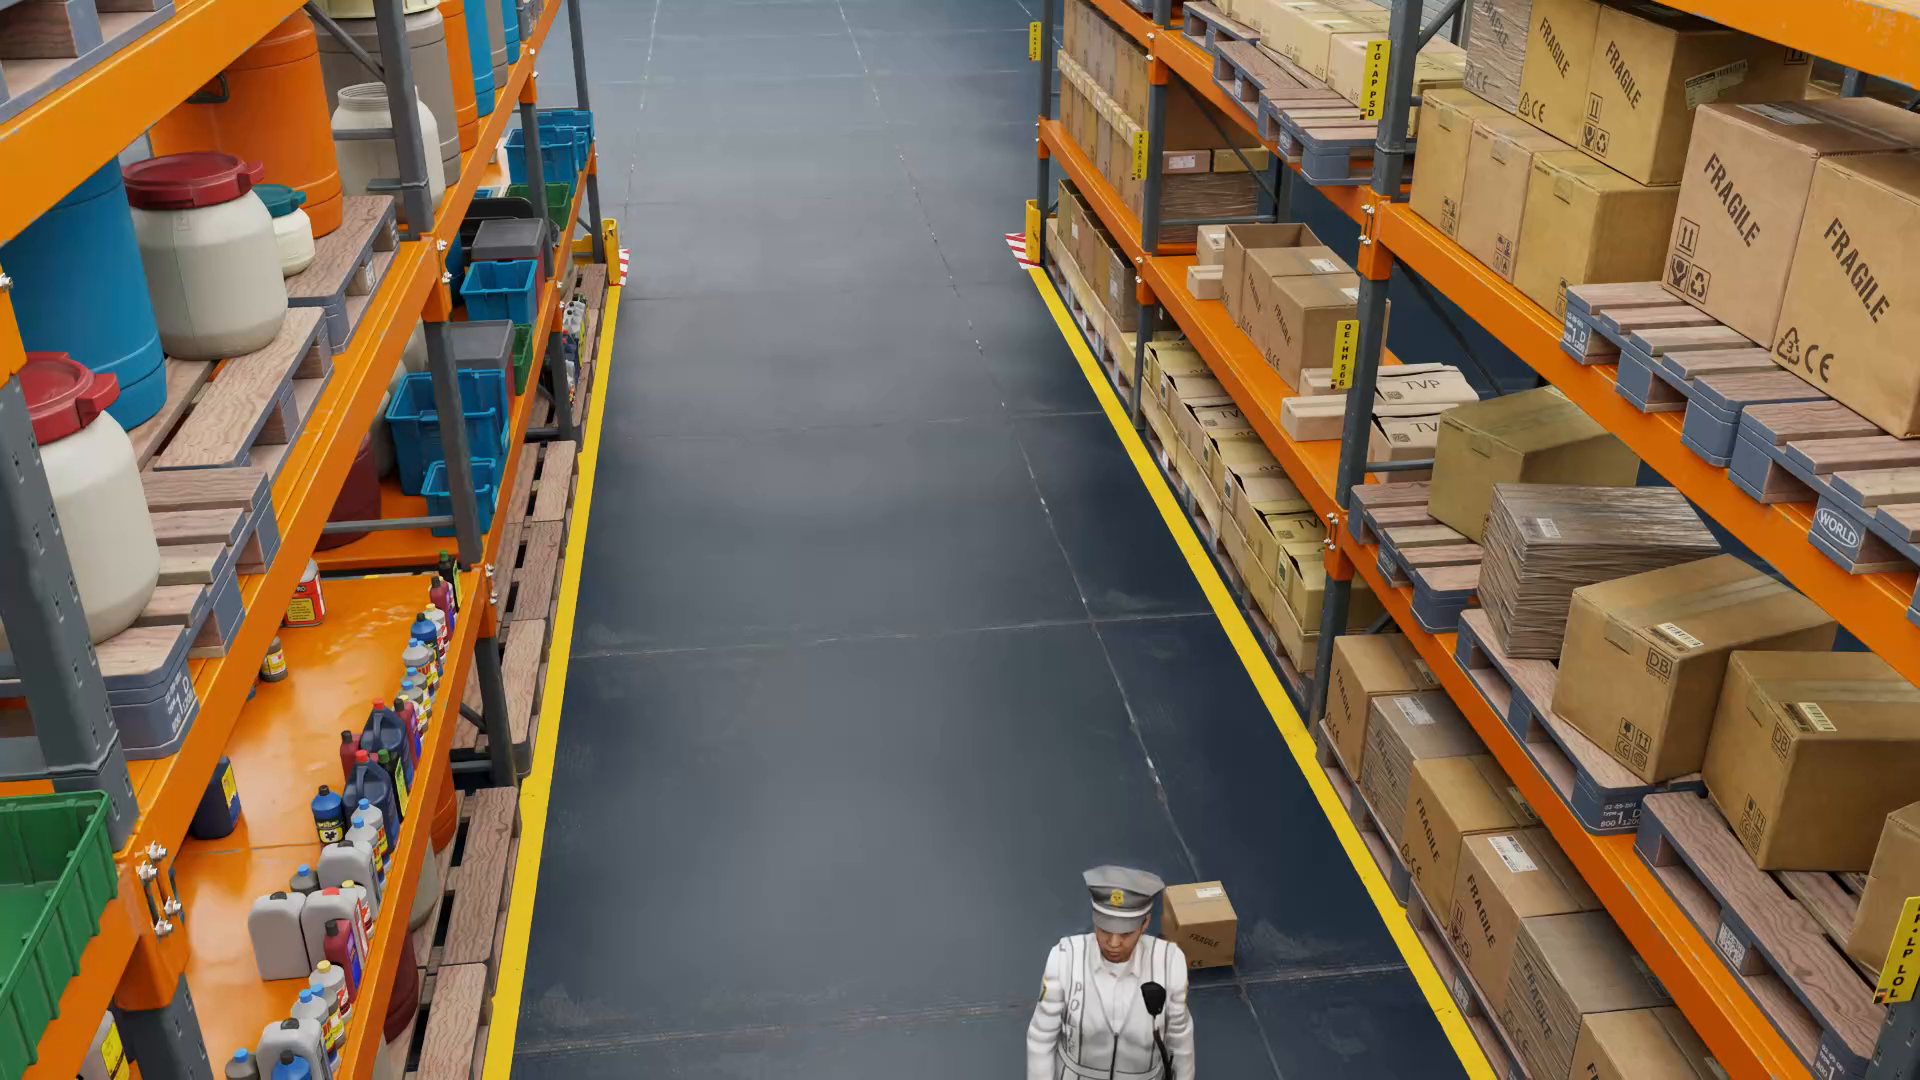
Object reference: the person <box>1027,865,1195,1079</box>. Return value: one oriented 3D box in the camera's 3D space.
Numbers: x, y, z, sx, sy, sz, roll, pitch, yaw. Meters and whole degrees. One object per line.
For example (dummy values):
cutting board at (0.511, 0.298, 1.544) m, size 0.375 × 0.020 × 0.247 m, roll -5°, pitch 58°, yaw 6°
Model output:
person at (0.464, 1.753, 5.193) m, size 0.526 × 1.734 × 0.506 m, roll 4°, pitch 28°, yaw 7°
